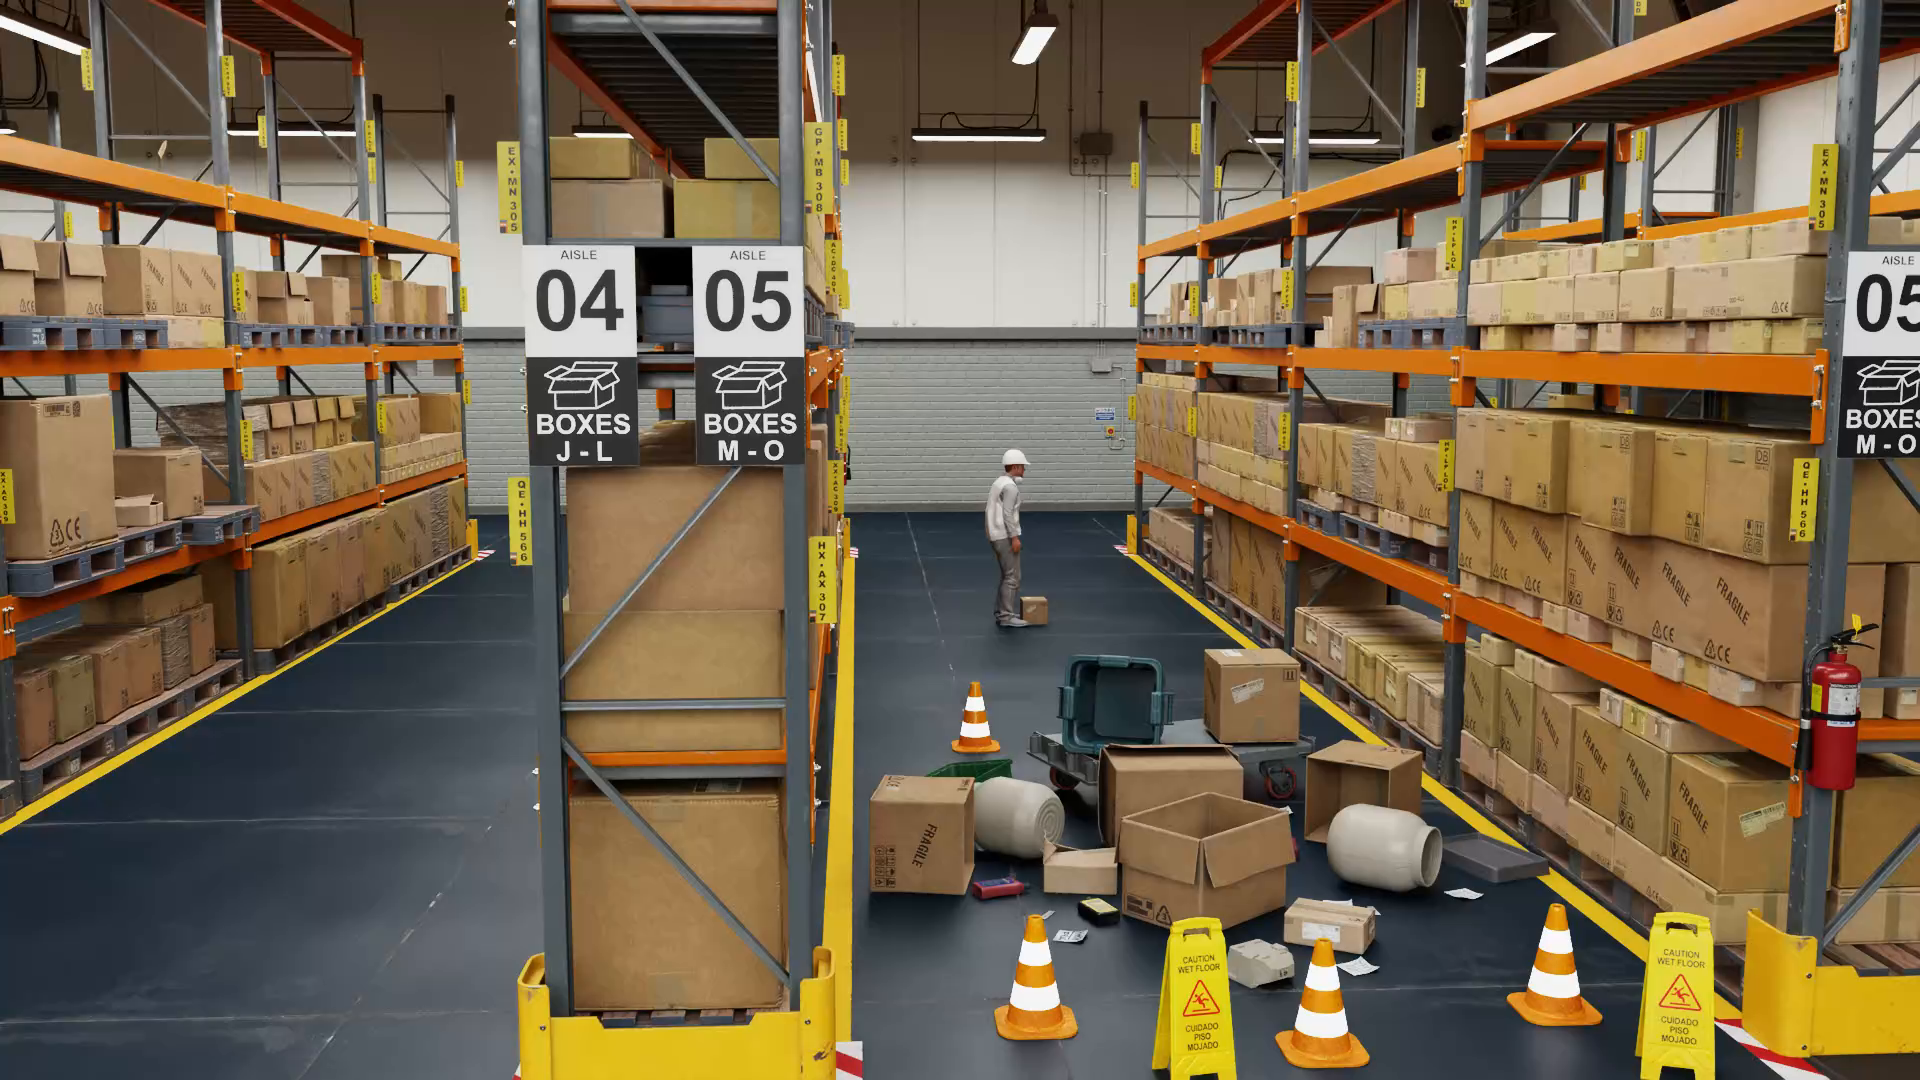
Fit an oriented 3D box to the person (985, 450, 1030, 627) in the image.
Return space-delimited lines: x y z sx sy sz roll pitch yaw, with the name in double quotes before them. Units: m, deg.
"person" 0.489 -0.030 16.881 0.465 1.770 0.591 -1 7 -7
